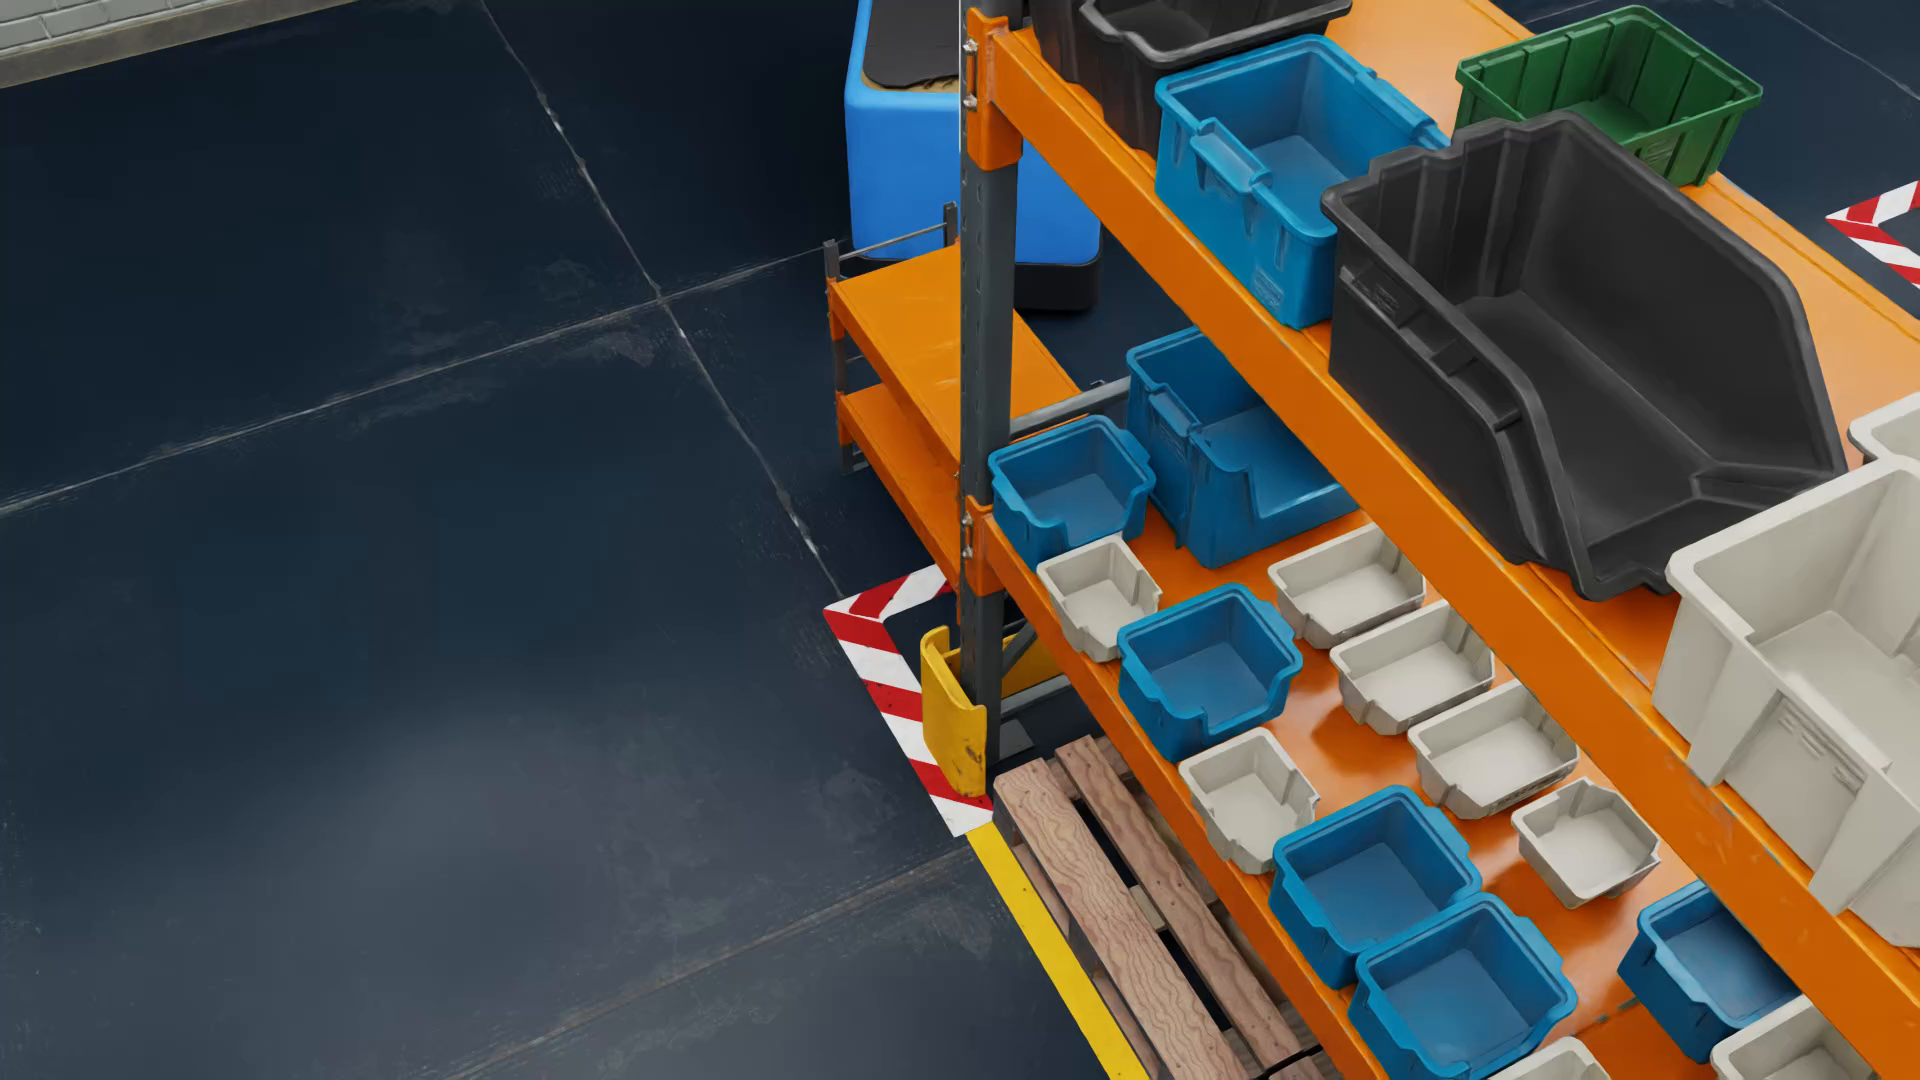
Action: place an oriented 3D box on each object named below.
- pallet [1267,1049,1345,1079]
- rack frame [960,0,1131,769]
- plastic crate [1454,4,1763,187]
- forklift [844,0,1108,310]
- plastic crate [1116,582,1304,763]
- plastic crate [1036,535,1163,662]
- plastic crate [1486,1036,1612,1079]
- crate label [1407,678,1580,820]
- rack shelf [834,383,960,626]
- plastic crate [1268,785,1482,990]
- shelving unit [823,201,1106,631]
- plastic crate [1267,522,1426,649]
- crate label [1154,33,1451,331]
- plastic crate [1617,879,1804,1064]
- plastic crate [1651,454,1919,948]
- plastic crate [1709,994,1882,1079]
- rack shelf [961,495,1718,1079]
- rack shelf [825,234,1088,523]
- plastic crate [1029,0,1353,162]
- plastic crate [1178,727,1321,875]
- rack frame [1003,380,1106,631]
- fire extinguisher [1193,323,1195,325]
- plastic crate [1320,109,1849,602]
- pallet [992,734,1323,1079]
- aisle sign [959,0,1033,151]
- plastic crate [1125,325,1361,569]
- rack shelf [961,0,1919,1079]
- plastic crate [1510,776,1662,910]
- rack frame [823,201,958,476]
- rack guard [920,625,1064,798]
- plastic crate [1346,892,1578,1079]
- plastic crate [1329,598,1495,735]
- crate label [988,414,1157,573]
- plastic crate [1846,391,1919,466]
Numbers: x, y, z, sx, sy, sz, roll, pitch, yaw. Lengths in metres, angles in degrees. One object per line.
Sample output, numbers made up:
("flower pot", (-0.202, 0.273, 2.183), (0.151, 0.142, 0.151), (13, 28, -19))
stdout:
("pallet", (1.369, 1.877, 4.468), (1.003, 0.211, 1.213), (-21, 52, -18))
("rack frame", (0.472, -0.421, 4.626), (1.000, 3.000, 0.127), (-21, 52, -18))
("plastic crate", (1.177, -0.777, 3.085), (0.450, 0.188, 0.336), (-21, 52, -18))
("forklift", (0.131, -3.037, 6.959), (1.130, 2.935, 3.031), (2, 49, 2))
("plastic crate", (0.593, 0.333, 4.037), (0.416, 0.233, 0.300), (-21, 52, -18))
("plastic crate", (0.365, 0.168, 4.246), (0.250, 0.136, 0.298), (-21, 52, -18))
("plastic crate", (1.238, 1.261, 3.290), (0.293, 0.136, 0.466), (-21, 52, -18))
("crate label", (1.275, 0.506, 3.950), (0.396, 0.136, 0.243), (-21, 52, -18))
("rack shelf", (-0.003, -0.214, 6.015), (0.538, 0.278, 1.000), (-21, 52, -18))
("plastic crate", (0.894, 0.774, 3.652), (0.416, 0.233, 0.300), (-21, 52, -18))
("shelving unit", (-0.003, -0.375, 5.831), (0.538, 1.125, 1.048), (-21, 52, -18))
("plastic crate", (1.006, 0.129, 4.280), (0.396, 0.136, 0.243), (-21, 52, -18))
("crate label", (0.606, -0.631, 2.915), (0.408, 0.251, 0.502), (-21, 52, -18))
("plastic crate", (1.639, 0.900, 3.541), (0.416, 0.233, 0.300), (-21, 52, -18))
("plastic crate", (1.211, 0.220, 2.151), (0.437, 0.282, 0.530), (-21, 52, -18))
("plastic crate", (1.767, 1.190, 3.256), (0.437, 0.282, 0.530), (-21, 52, -18))
("rack shelf", (1.387, 1.154, 3.726), (1.077, 0.370, 4.000), (-21, 52, -18))
("rack shelf", (-0.003, -0.568, 5.610), (0.538, 0.278, 1.000), (-21, 52, -18))
("plastic crate", (0.400, -1.012, 3.236), (0.497, 0.269, 0.590), (-21, 52, -18))
("plastic crate", (0.675, 0.622, 3.849), (0.250, 0.136, 0.298), (-21, 52, -18))
("rack frame", (0.230, -0.035, 5.533), (0.500, 1.125, 0.032), (-21, 52, -18))
("fire extinguisher", (0.807, -0.531, 5.020), (0.296, 0.674, 0.183), (-21, 52, -18))
("plastic crate", (0.926, -0.271, 2.543), (0.504, 0.338, 0.767), (-21, 52, -18))
("pallet", (0.814, 1.062, 5.181), (1.003, 0.211, 1.213), (-21, 52, -18))
("aisle sign", (0.174, -1.223, 3.600), (0.394, 0.787, 0.004), (-21, 52, -18))
("plastic crate", (0.791, -0.293, 4.450), (0.616, 0.435, 0.499), (-21, 52, -18))
("rack shelf", (1.387, 0.167, 2.597), (1.077, 0.370, 4.000), (-21, 52, -18))
("plastic crate", (1.427, 0.698, 3.782), (0.298, 0.136, 0.250), (-21, 52, -18))
("rack frame", (-0.236, -0.715, 6.128), (0.500, 1.125, 0.032), (-21, 52, -18))
("rack guard", (0.449, 0.390, 5.577), (1.175, 0.500, 0.348), (-21, 52, -18))
("plastic crate", (1.032, 0.975, 3.476), (0.416, 0.233, 0.300), (-21, 52, -18))
("plastic crate", (1.125, 0.328, 4.106), (0.396, 0.136, 0.243), (-21, 52, -18))
("crate label", (0.292, -0.107, 4.422), (0.416, 0.233, 0.303), (-21, 52, -18))
("plastic crate", (1.638, -0.025, 2.461), (0.437, 0.136, 0.530), (-21, 52, -18))
